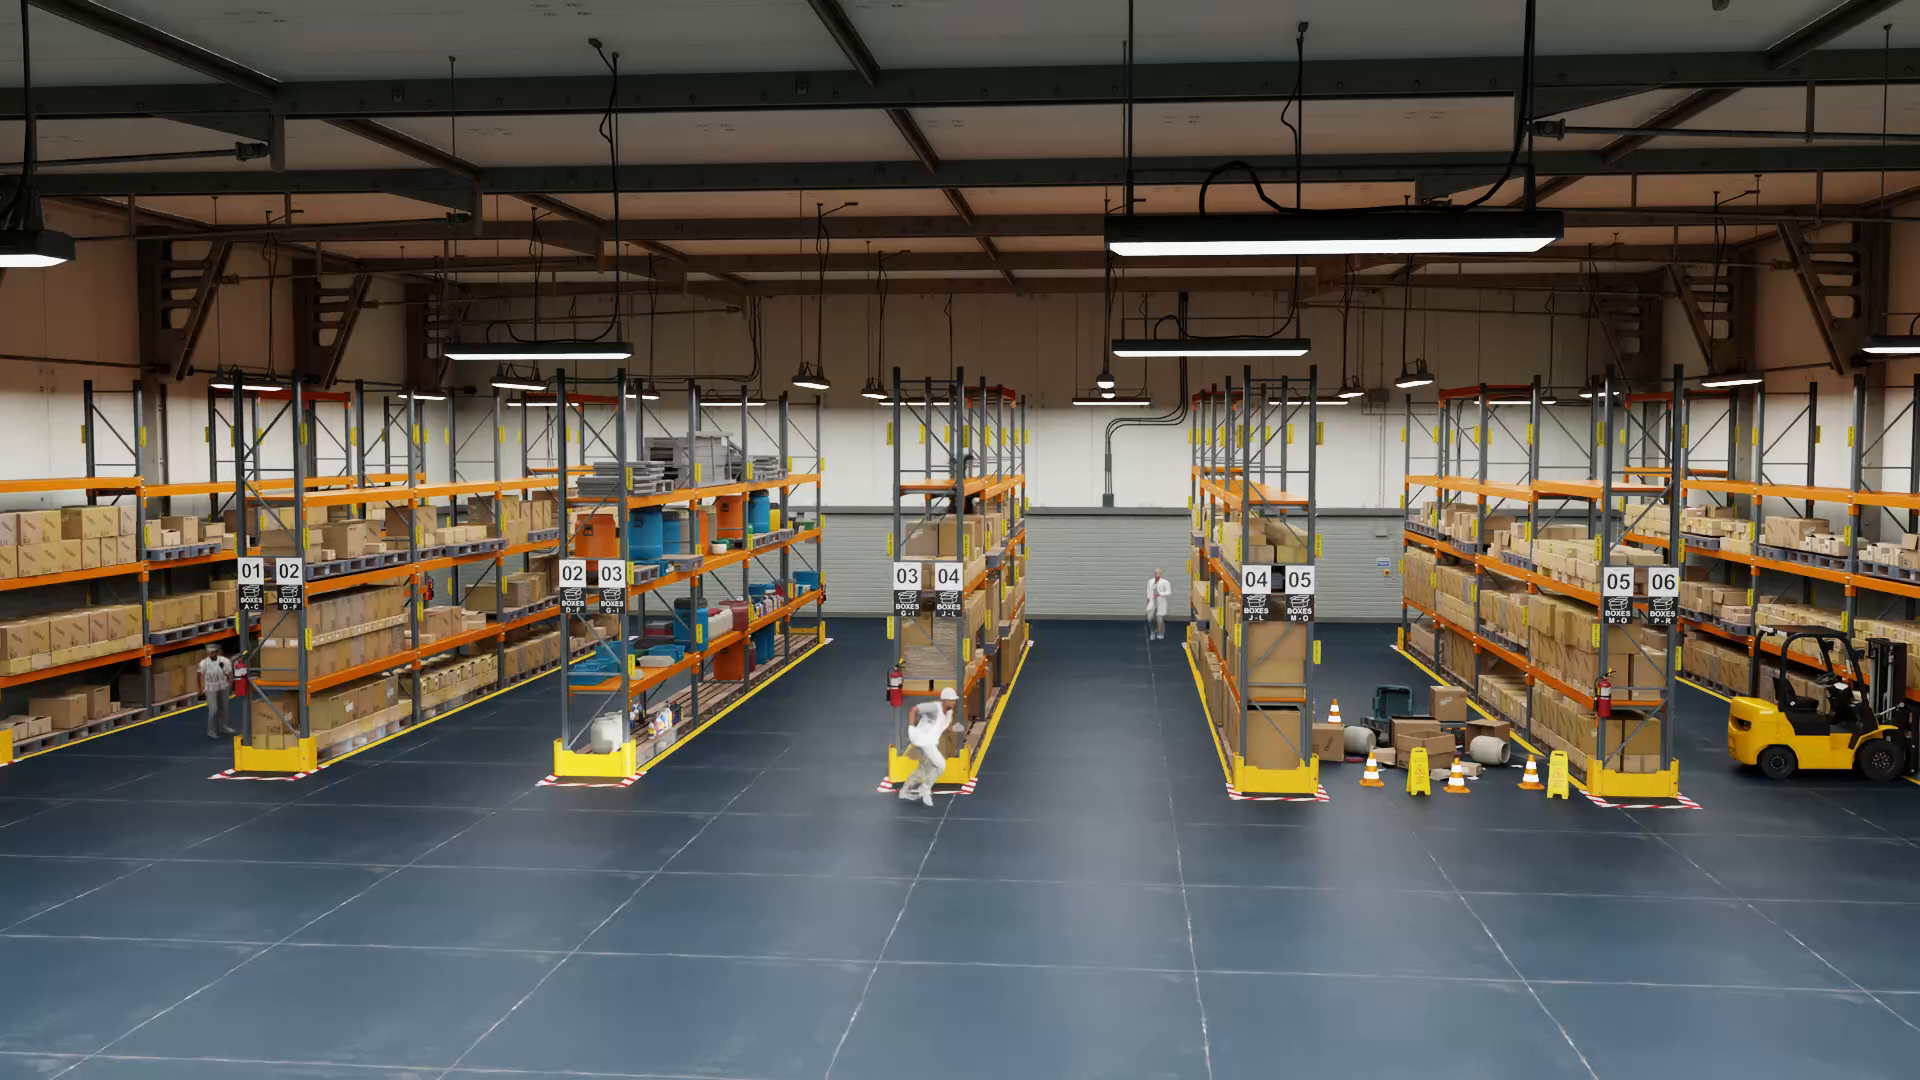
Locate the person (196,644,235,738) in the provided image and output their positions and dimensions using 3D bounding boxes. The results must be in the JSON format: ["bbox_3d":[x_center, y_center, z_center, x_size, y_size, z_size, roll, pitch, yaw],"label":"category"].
[{"bbox_3d":[-12.342,2.520,27.720,0.606,1.644,0.812,-3,5,-44],"label":"person"}]

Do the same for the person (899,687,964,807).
[{"bbox_3d":[-0.426,2.795,22.476,0.971,1.646,0.725,2,4,28],"label":"person"}]

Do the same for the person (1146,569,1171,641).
[{"bbox_3d":[4.832,1.590,40.686,0.679,1.769,0.740,2,4,26],"label":"person"}]
